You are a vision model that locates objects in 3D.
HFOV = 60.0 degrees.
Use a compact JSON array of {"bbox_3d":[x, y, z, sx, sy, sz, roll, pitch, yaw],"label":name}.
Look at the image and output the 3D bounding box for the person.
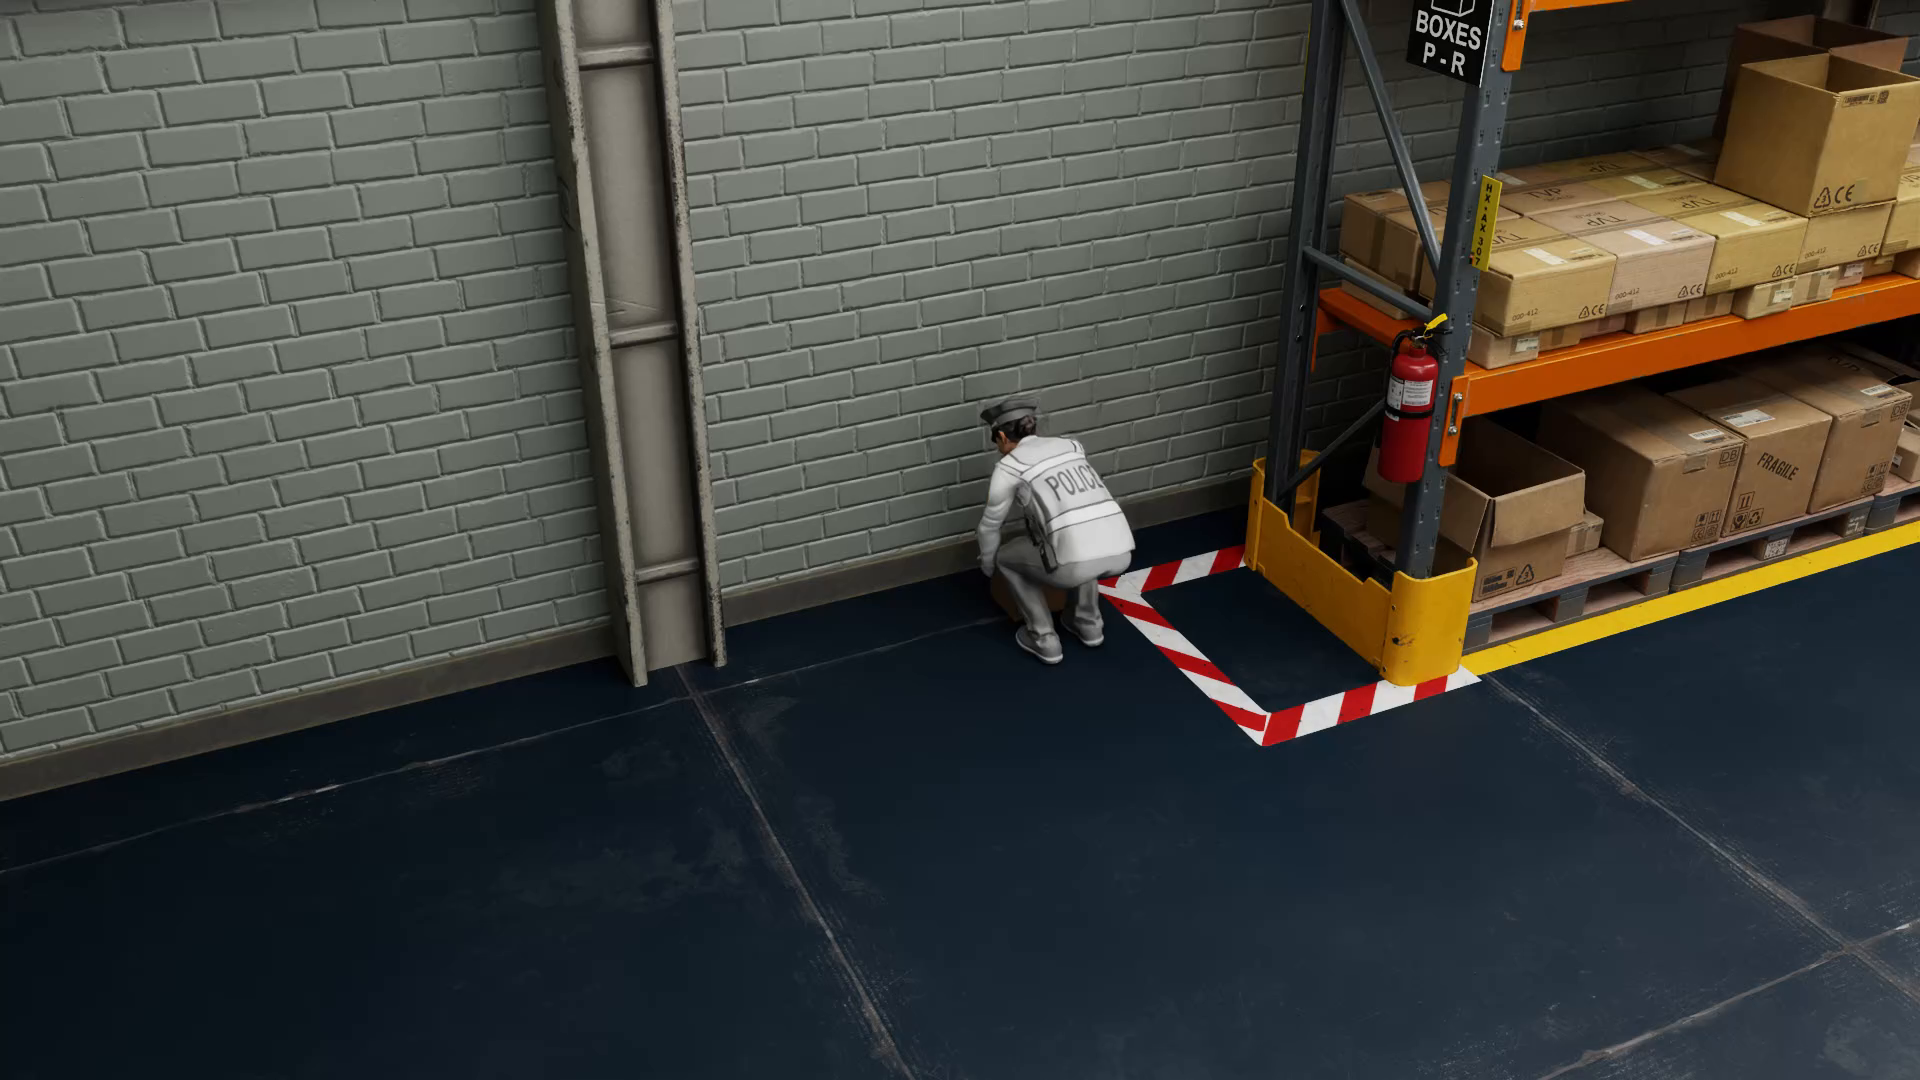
[{"bbox_3d":[0.362,-0.041,6.870,0.495,1.008,0.840,-13,32,-22],"label":"person"}]
